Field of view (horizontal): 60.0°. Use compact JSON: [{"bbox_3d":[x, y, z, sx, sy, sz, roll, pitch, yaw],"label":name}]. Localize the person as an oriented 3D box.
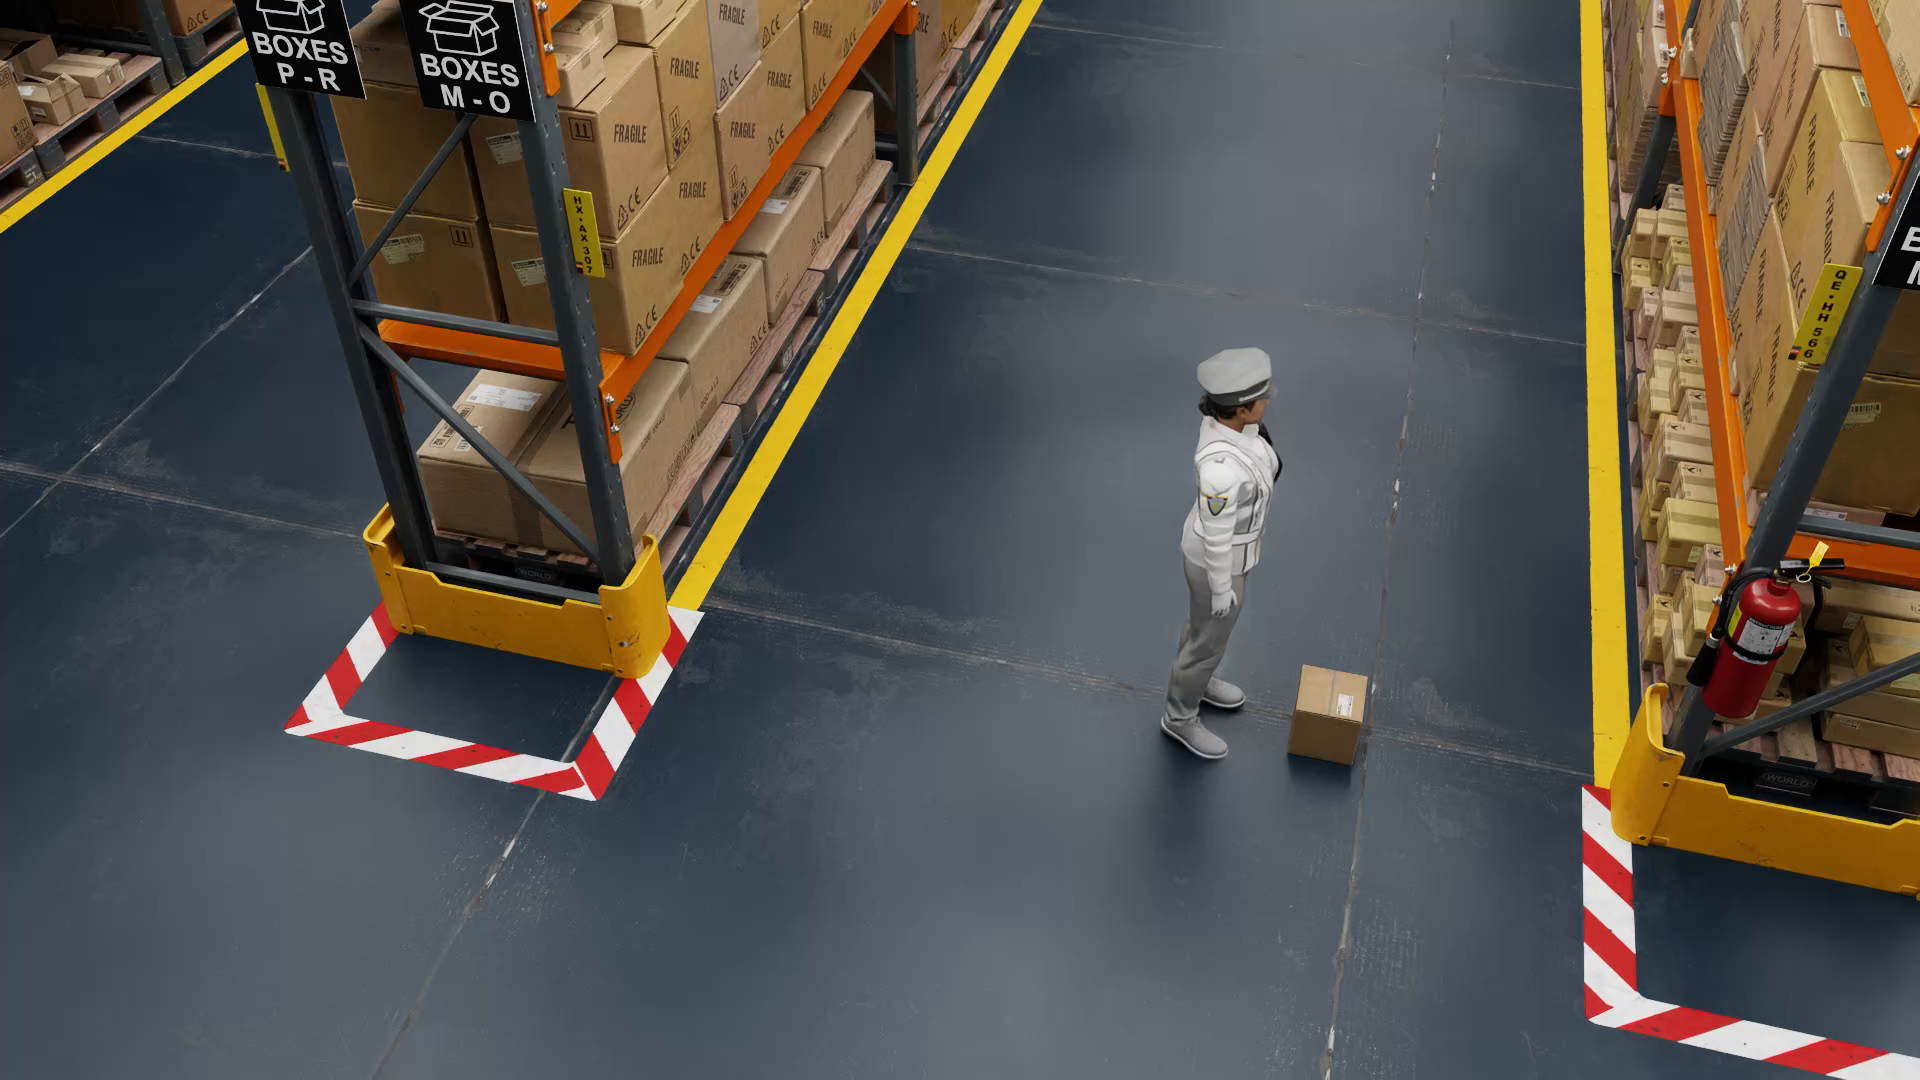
[{"bbox_3d":[0.957,0.046,6.082,0.334,1.708,0.496,10,42,11],"label":"person"}]
